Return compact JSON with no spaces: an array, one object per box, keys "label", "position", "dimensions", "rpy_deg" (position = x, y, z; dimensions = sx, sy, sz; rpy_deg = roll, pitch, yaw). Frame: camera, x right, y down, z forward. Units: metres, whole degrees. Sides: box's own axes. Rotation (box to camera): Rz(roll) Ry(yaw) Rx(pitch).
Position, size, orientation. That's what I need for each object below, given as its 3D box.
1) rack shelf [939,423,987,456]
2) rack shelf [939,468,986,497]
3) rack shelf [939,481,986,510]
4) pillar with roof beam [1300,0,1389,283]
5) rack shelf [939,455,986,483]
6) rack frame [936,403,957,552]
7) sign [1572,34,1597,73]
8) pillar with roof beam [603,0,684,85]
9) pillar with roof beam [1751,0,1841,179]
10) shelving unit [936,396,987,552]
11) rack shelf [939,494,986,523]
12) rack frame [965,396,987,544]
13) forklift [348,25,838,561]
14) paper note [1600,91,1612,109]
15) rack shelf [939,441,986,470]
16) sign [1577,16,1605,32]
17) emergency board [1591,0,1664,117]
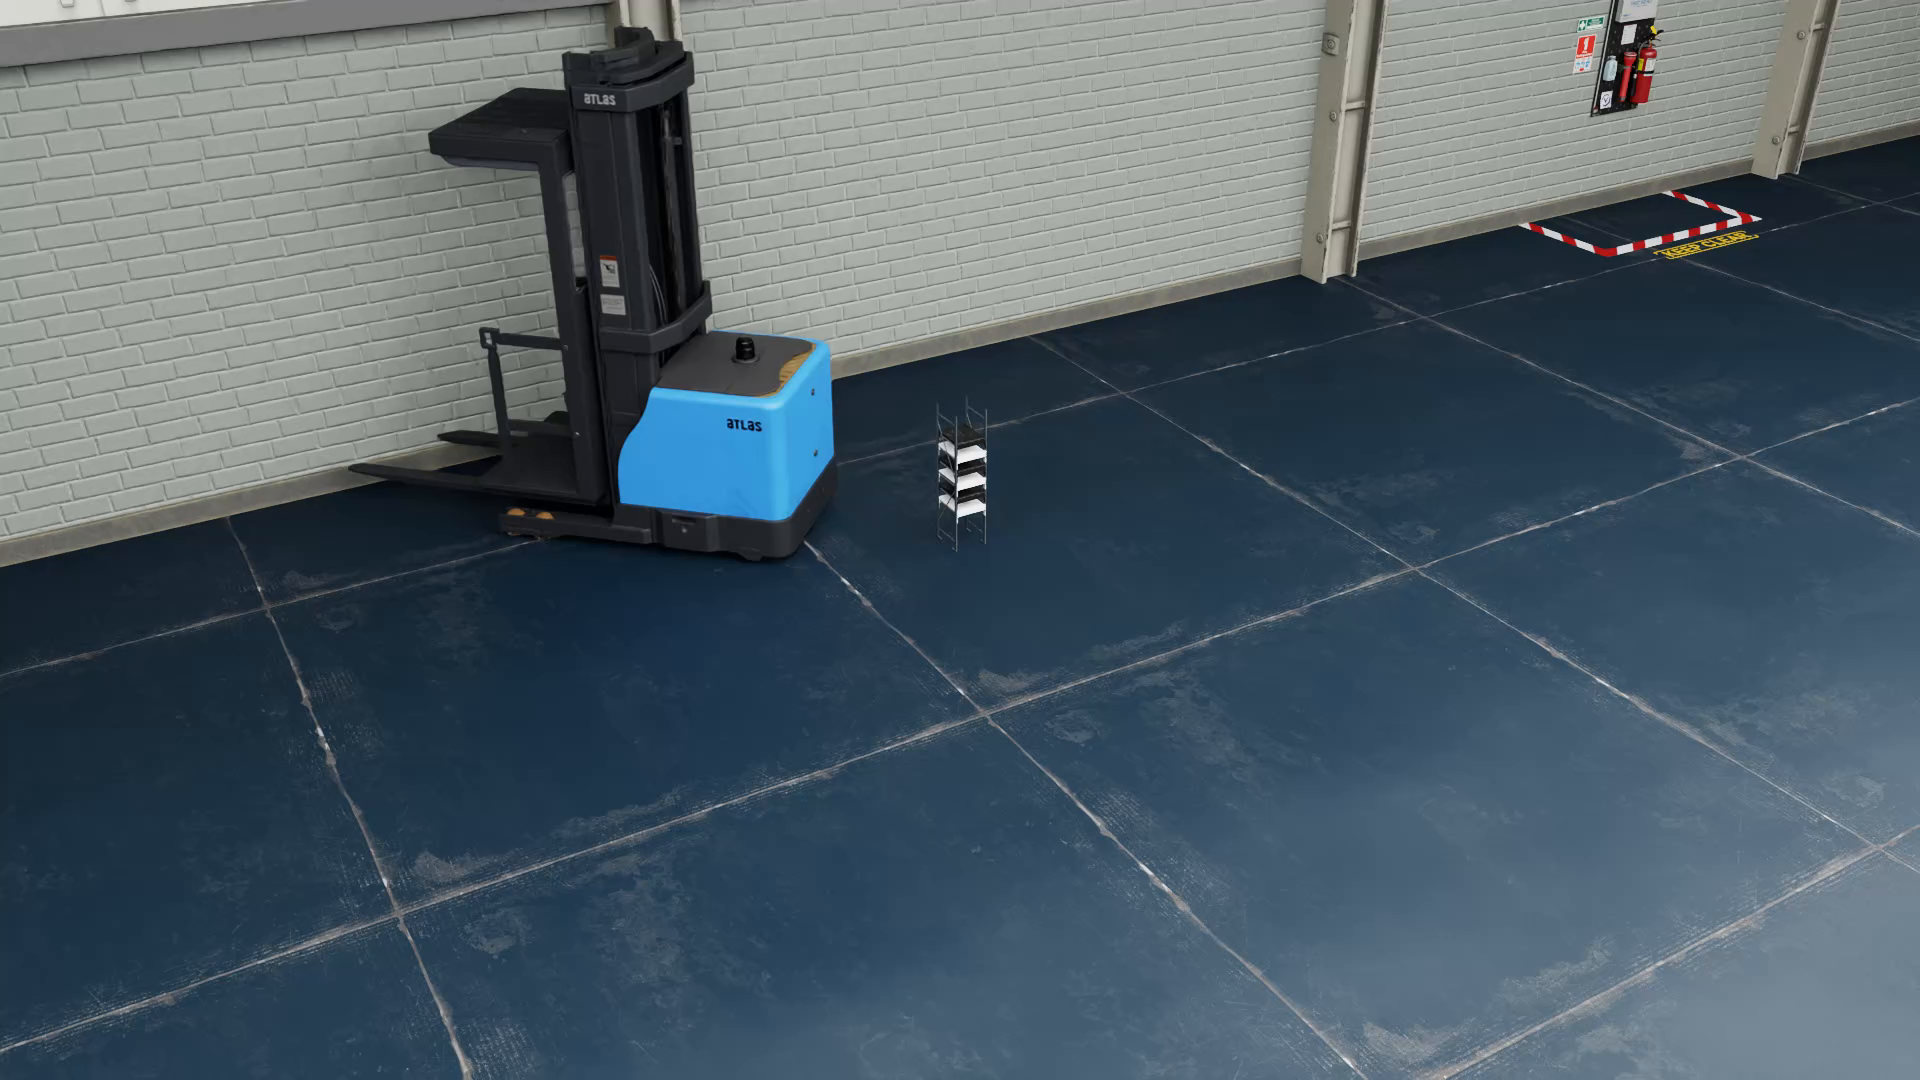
[{"label":"rack shelf","position":[0.007,-0.603,9.922],"dimensions":[0.200,0.077,0.258],"rpy_deg":[-16,33,-26]},{"label":"rack shelf","position":[0.007,-0.367,10.052],"dimensions":[0.200,0.077,0.258],"rpy_deg":[-16,33,-26]},{"label":"rack shelf","position":[0.007,-0.288,10.096],"dimensions":[0.200,0.077,0.258],"rpy_deg":[-16,33,-26]},{"label":"pillar with roof beam","position":[5.366,-4.452,9.005],"dimensions":[0.400,9.000,9.100],"rpy_deg":[-16,33,-26]},{"label":"rack shelf","position":[0.007,-0.446,10.009],"dimensions":[0.200,0.077,0.258],"rpy_deg":[-16,33,-26]},{"label":"rack frame","position":[-0.081,-0.371,9.991],"dimensions":[0.006,0.900,0.240],"rpy_deg":[-16,33,-26]},{"label":"sign","position":[5.679,-4.422,15.122],"dimensions":[0.234,0.329,0.001],"rpy_deg":[-16,33,-26]},{"label":"pillar with roof beam","position":[0.193,-2.984,6.343],"dimensions":[0.400,9.000,9.100],"rpy_deg":[-16,33,-26]},{"label":"pillar with roof beam","position":[10.539,-5.921,11.666],"dimensions":[0.400,9.000,9.100],"rpy_deg":[-16,33,-26]},{"label":"shelving unit","position":[0.007,-0.396,10.036],"dimensions":[0.210,0.900,0.258],"rpy_deg":[-16,33,-26]},{"label":"rack shelf","position":[0.007,-0.209,10.139],"dimensions":[0.200,0.077,0.258],"rpy_deg":[-16,33,-26]},{"label":"rack frame","position":[0.095,-0.421,10.081],"dimensions":[0.006,0.900,0.240],"rpy_deg":[-16,33,-26]},{"label":"forklift","position":[-2.362,-1.525,9.979],"dimensions":[3.031,2.935,1.130],"rpy_deg":[7,30,12]},{"label":"paper note","position":[6.021,-4.099,15.484],"dimensions":[0.142,0.148,0.016],"rpy_deg":[-16,33,-26]},{"label":"rack shelf","position":[0.007,-0.524,9.965],"dimensions":[0.200,0.077,0.258],"rpy_deg":[-16,33,-26]},{"label":"sign","position":[5.688,-4.652,14.989],"dimensions":[0.331,0.109,0.001],"rpy_deg":[-16,33,-26]},{"label":"emergency board","position":[6.208,-4.499,15.298],"dimensions":[0.643,1.169,0.194],"rpy_deg":[-16,33,-26]}]
